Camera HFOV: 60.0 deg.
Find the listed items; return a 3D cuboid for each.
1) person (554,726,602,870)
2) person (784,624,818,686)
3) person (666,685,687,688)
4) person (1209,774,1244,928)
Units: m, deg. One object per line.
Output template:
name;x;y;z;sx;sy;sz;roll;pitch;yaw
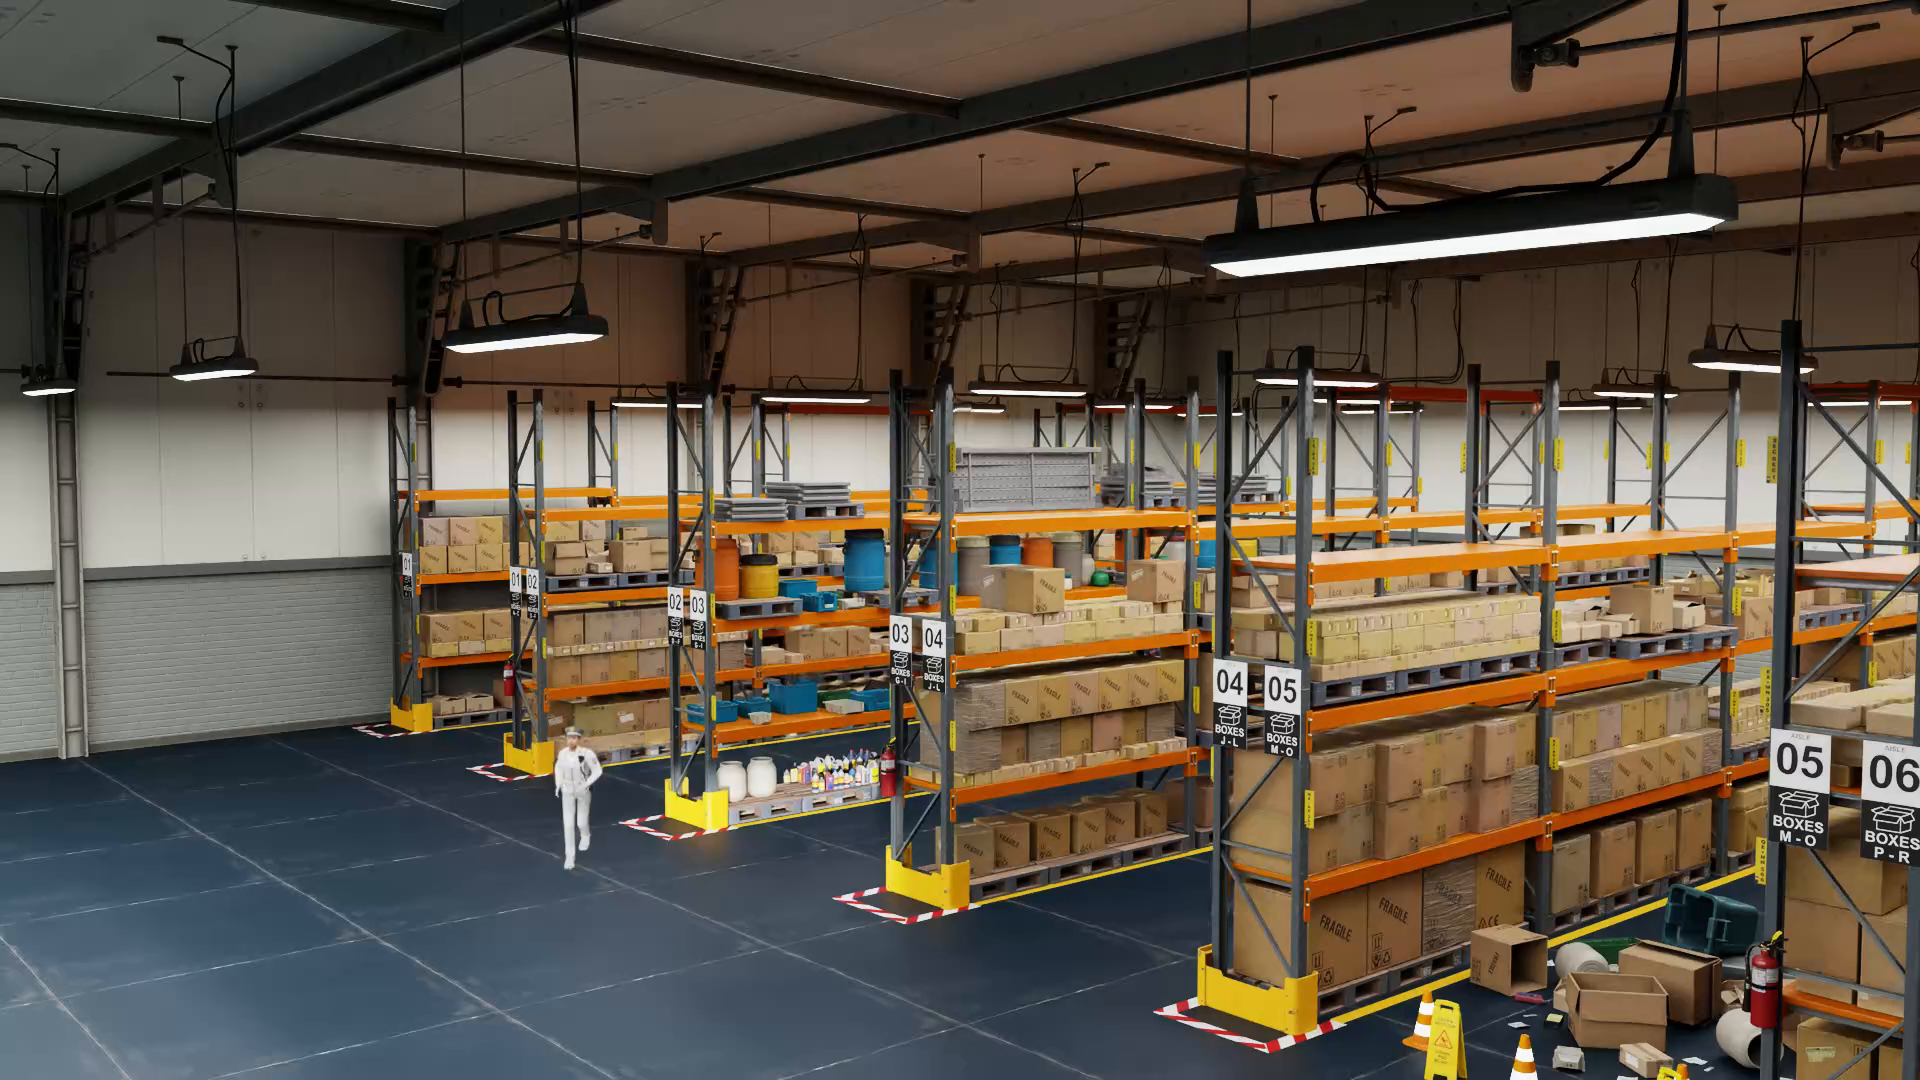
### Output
person;-4.702;3.126;20.485;0.617;1.718;0.807;0;3;0
person;-3.112;2.163;32.114;0.782;1.875;0.670;-3;5;-45
person;-5.212;2.527;30.730;0.702;1.739;0.705;3;4;38
person;2.923;3.333;17.873;0.508;1.647;0.719;3;4;39
